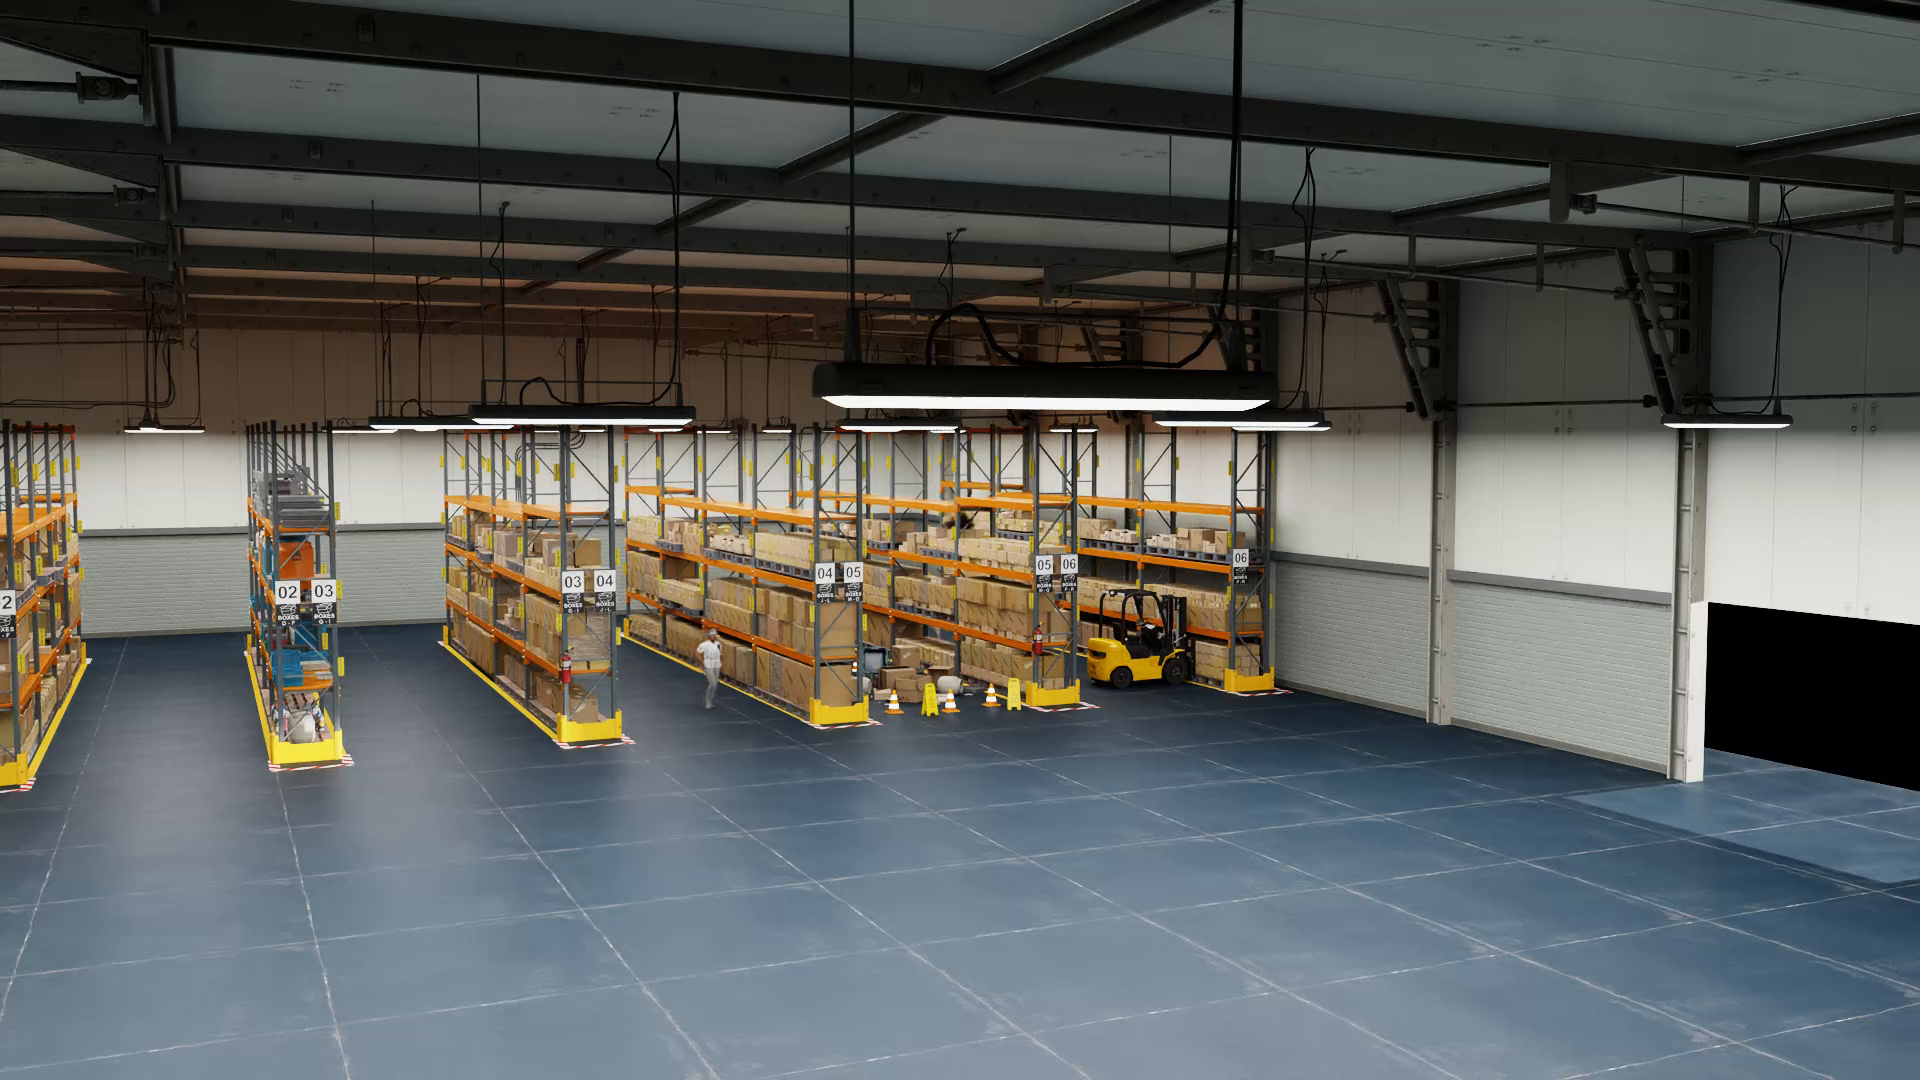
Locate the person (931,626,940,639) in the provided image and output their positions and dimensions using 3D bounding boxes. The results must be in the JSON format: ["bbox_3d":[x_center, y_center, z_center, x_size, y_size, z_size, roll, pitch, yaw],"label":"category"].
[{"bbox_3d":[-0.901,1.983,46.146,0.672,1.770,0.959,-1,4,-22],"label":"person"}]

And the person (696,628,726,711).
[{"bbox_3d":[-5.172,2.712,34.847,0.552,1.745,0.733,-3,5,-42],"label":"person"}]

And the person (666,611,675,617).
[{"bbox_3d":[-8.730,1.768,49.673,0.707,1.770,0.636,-3,5,-38],"label":"person"}]
